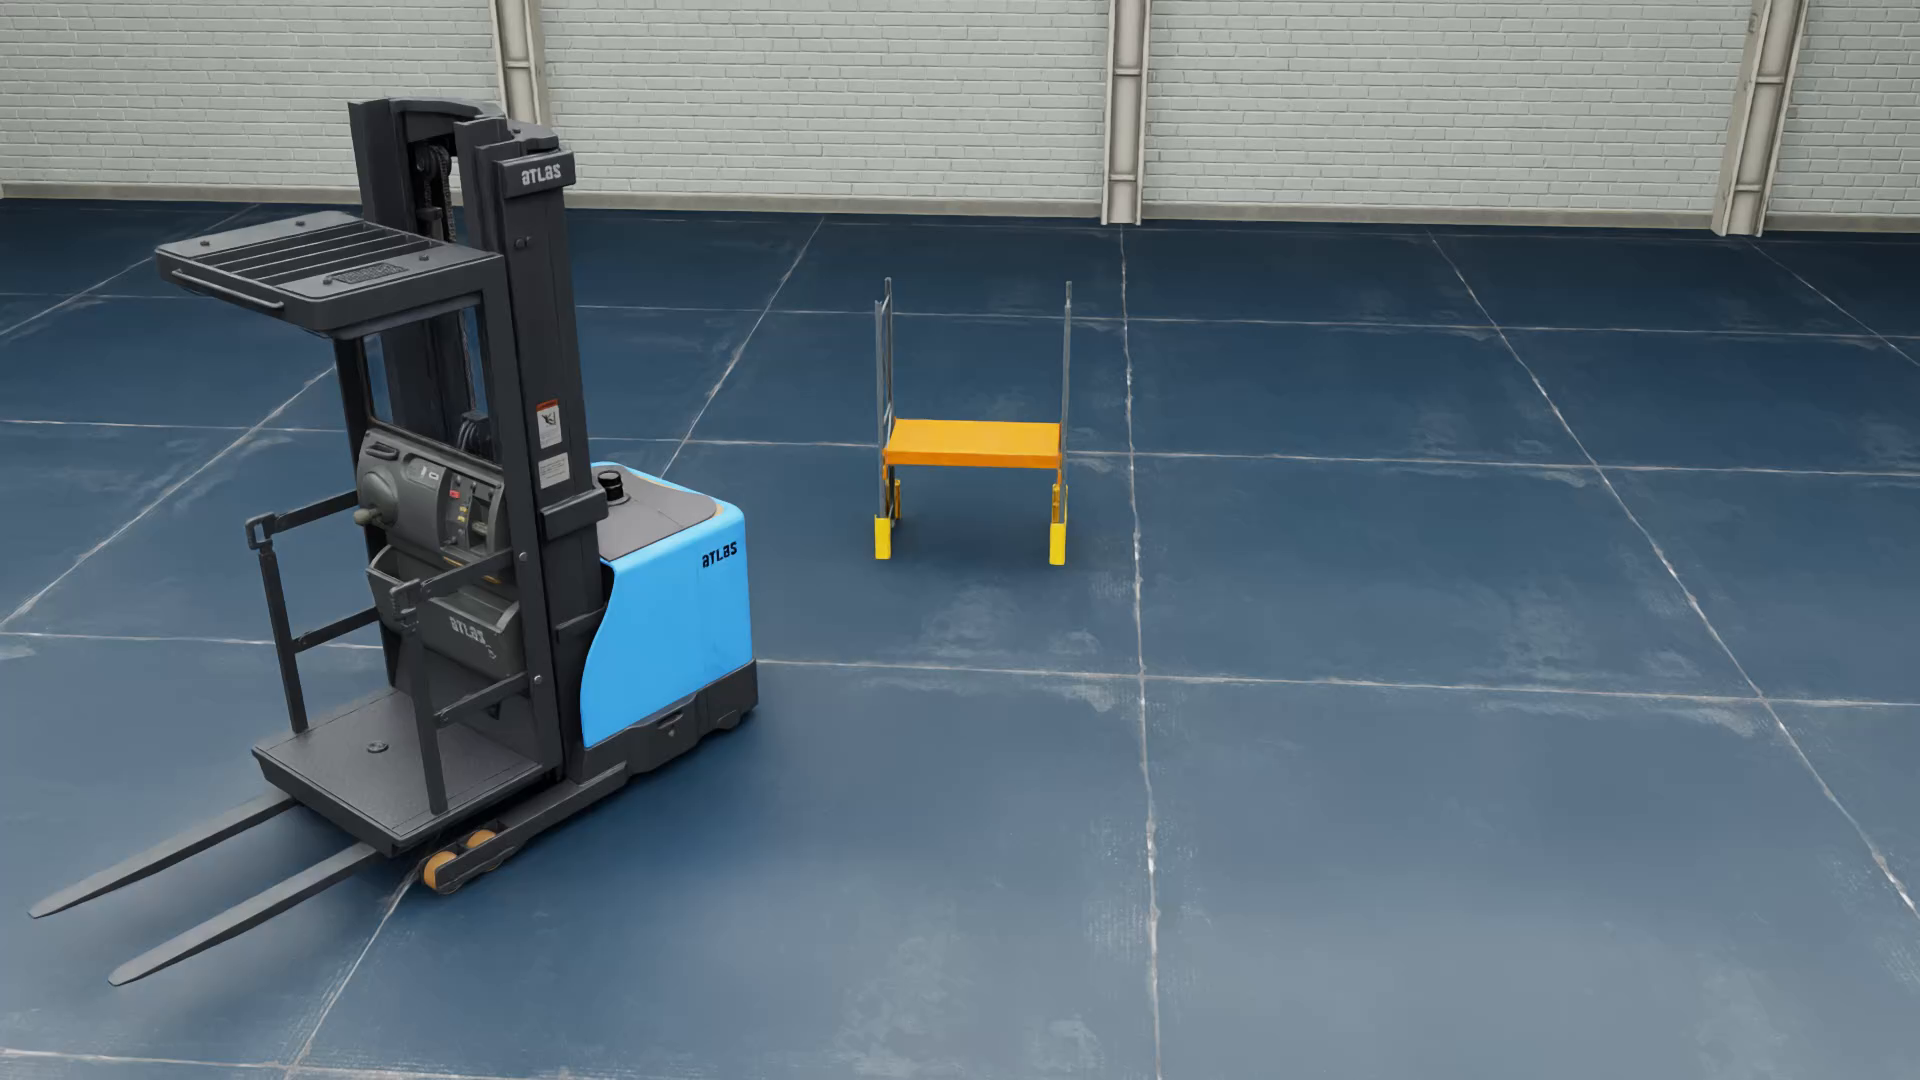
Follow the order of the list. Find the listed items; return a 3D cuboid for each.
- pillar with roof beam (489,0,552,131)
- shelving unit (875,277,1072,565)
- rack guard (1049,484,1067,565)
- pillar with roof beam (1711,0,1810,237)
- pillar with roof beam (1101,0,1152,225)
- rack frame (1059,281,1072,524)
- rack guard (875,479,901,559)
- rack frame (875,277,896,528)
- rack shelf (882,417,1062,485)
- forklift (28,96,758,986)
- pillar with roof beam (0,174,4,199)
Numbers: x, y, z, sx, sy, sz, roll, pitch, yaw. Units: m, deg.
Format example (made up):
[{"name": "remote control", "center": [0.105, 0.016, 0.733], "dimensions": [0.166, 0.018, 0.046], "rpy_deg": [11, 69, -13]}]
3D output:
[{"name": "pillar with roof beam", "center": [-4.694, -5.692, 11.354], "dimensions": [0.400, 9.000, 9.100], "rpy_deg": [2, 25, 4]}, {"name": "shelving unit", "center": [0.076, -0.679, 9.431], "dimensions": [1.083, 1.500, 0.587], "rpy_deg": [2, 25, 4]}, {"name": "rack guard", "center": [0.573, -0.095, 9.658], "dimensions": [0.087, 0.250, 0.587], "rpy_deg": [2, 25, 4]}, {"name": "pillar with roof beam", "center": [7.271, -5.308, 10.520], "dimensions": [0.400, 9.000, 9.100], "rpy_deg": [2, 25, 4]}, {"name": "pillar with roof beam", "center": [1.289, -5.500, 10.937], "dimensions": [0.400, 9.000, 9.100], "rpy_deg": [2, 25, 4]}, {"name": "rack frame", "center": [0.592, -0.662, 9.395], "dimensions": [0.032, 1.500, 0.500], "rpy_deg": [2, 25, 4]}, {"name": "rack guard", "center": [-0.421, -0.127, 9.727], "dimensions": [0.087, 0.250, 0.587], "rpy_deg": [2, 25, 4]}, {"name": "rack frame", "center": [-0.422, -0.695, 9.466], "dimensions": [0.032, 1.500, 0.500], "rpy_deg": [2, 25, 4]}, {"name": "rack shelf", "center": [0.085, -0.515, 9.506], "dimensions": [1.000, 0.185, 0.538], "rpy_deg": [2, 25, 4]}, {"name": "forklift", "center": [-2.273, -0.148, 6.566], "dimensions": [1.130, 2.935, 3.031], "rpy_deg": [19, 31, 35]}, {"name": "pillar with roof beam", "center": [-10.676, -5.884, 11.772], "dimensions": [0.400, 9.000, 9.100], "rpy_deg": [2, 25, 4]}]
